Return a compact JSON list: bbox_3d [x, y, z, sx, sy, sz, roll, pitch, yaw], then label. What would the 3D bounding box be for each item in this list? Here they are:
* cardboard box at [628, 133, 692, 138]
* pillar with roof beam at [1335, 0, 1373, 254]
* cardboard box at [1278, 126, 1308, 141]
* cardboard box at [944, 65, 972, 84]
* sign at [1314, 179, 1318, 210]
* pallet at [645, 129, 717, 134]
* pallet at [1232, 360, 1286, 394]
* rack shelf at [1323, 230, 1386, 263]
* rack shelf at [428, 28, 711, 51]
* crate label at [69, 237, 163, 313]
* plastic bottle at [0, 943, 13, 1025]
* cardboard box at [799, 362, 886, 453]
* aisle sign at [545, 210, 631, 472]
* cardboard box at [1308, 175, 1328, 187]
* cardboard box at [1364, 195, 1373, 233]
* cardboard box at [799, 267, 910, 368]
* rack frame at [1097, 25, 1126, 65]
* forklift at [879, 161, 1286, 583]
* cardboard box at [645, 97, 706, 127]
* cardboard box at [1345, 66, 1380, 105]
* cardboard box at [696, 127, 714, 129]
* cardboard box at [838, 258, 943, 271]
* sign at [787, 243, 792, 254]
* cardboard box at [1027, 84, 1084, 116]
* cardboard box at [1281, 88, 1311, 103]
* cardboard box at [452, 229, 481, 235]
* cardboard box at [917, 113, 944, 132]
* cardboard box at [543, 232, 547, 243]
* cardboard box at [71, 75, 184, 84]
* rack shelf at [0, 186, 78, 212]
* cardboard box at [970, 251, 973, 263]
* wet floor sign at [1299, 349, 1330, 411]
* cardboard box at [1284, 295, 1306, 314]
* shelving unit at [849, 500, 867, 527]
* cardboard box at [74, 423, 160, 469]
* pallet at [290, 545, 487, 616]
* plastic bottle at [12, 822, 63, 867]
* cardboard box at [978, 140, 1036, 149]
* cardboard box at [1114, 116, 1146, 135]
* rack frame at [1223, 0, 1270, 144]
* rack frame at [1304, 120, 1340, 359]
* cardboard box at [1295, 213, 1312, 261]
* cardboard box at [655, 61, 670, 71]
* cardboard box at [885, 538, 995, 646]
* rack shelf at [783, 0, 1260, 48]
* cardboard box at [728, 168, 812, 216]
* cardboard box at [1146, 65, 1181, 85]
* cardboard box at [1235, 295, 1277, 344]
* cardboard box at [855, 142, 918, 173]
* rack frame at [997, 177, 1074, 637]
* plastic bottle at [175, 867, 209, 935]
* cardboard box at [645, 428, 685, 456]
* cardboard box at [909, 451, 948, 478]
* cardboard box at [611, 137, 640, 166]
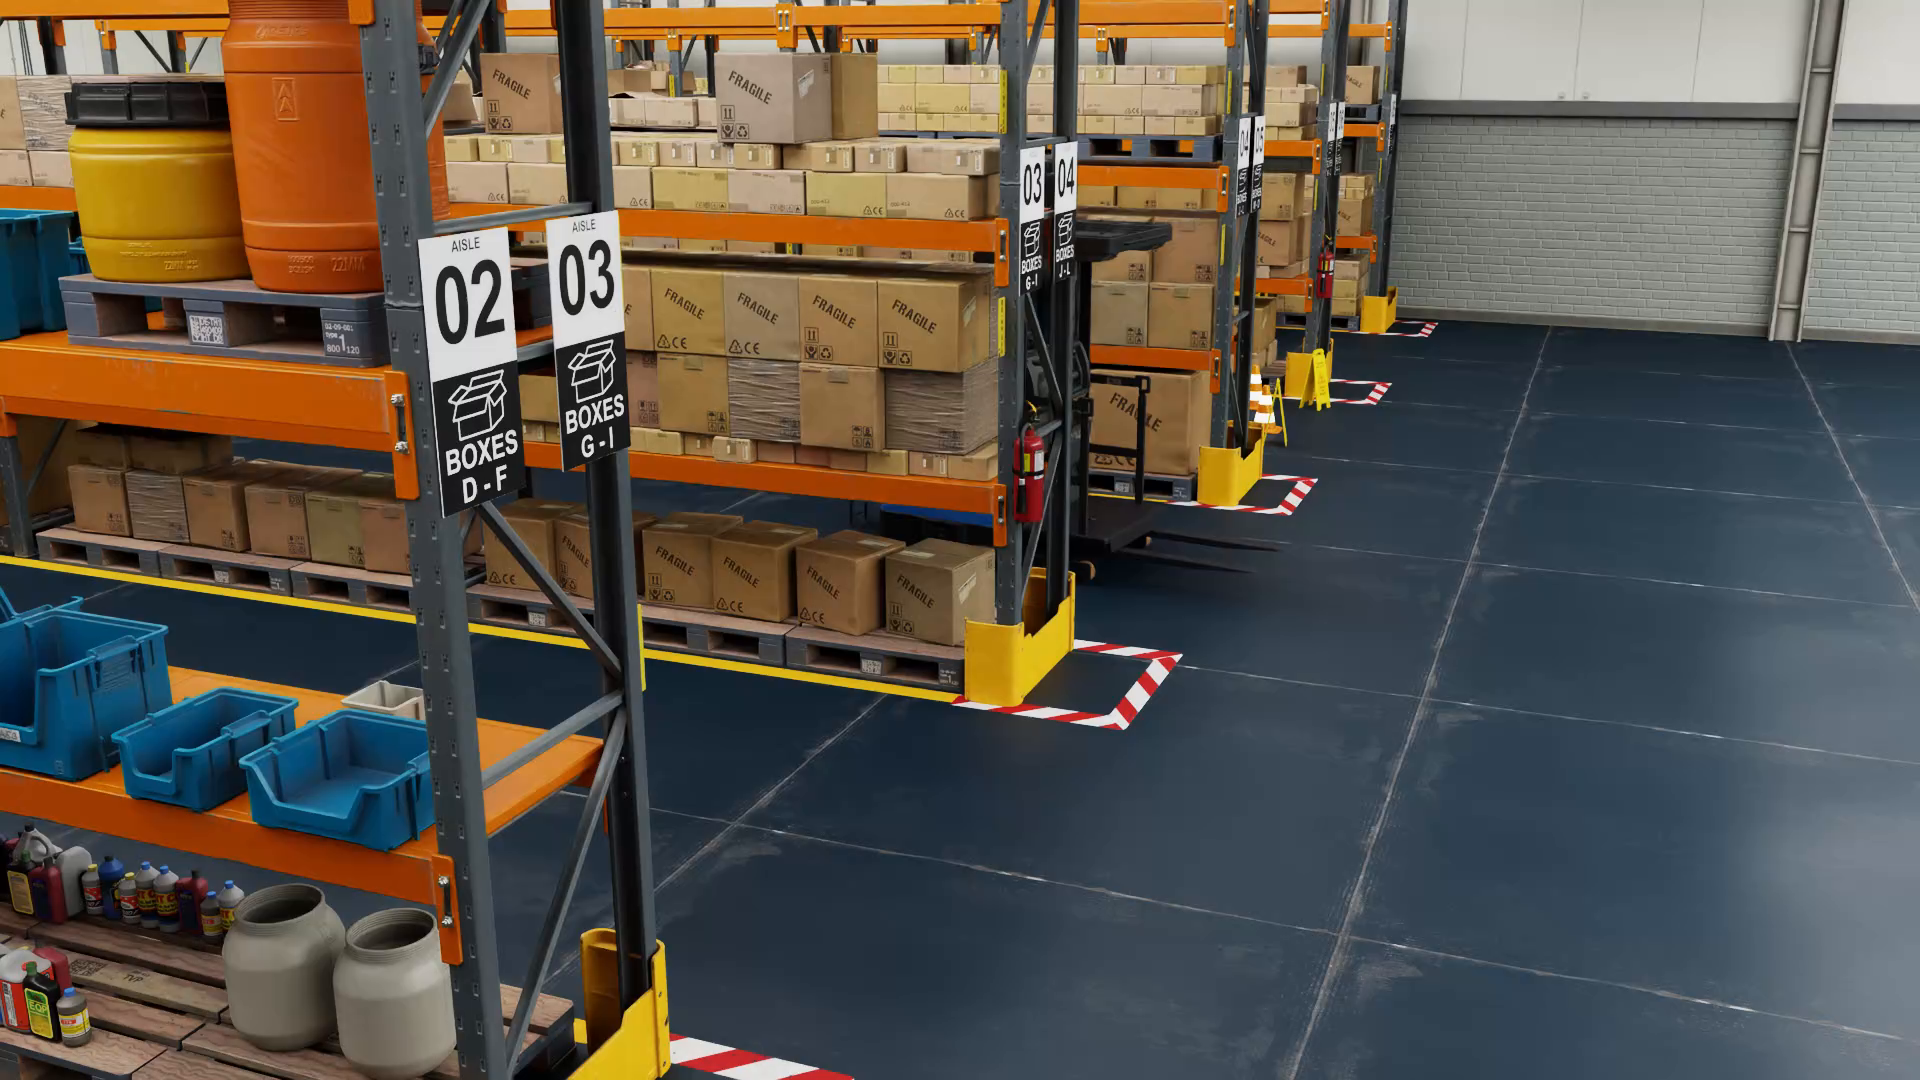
[{"bbox_3d":[-1.900,-2.502,10.587,0.250,0.149,0.380,7,18,23],"label":"cardboard box"},{"bbox_3d":[4.011,-6.540,19.562,0.400,9.000,9.100,6,17,21],"label":"pillar with roof beam"},{"bbox_3d":[3.655,-4.467,18.250,0.250,0.149,0.380,6,17,21],"label":"cardboard box"},{"bbox_3d":[0.045,-3.995,14.263,0.250,0.149,0.380,6,17,21],"label":"cardboard box"},{"bbox_3d":[3.867,-3.749,18.063,0.005,0.325,0.100,6,17,21],"label":"sign"},{"bbox_3d":[-2.225,-3.728,15.597,1.217,0.209,0.805,6,17,18],"label":"pallet"},{"bbox_3d":[3.276,-1.944,19.491,1.213,0.211,1.003,6,17,21],"label":"pallet"},{"bbox_3d":[4.047,-4.330,23.998,4.000,0.370,1.077,6,17,21],"label":"rack shelf"},{"bbox_3d":[-5.213,-6.549,21.601,4.000,0.370,1.077,6,17,21],"label":"rack shelf"},{"bbox_3d":[-2.984,-0.975,6.037,0.408,0.251,0.502,6,17,21],"label":"crate label"},{"bbox_3d":[-3.587,1.647,6.216,0.135,0.276,0.152,6,17,19],"label":"plastic bottle"},{"bbox_3d":[-0.557,-0.887,10.136,0.500,0.500,0.875,6,17,21],"label":"cardboard box"},{"bbox_3d":[-1.190,-0.645,5.353,0.004,0.787,0.394,6,17,21],"label":"aisle sign"},{"bbox_3d":[5.002,-4.992,23.113,0.250,0.149,0.380,7,17,22],"label":"cardboard box"},{"bbox_3d":[5.548,-4.641,23.602,0.500,0.500,0.500,7,18,22],"label":"cardboard box"},{"bbox_3d":[-0.616,-1.326,9.854,0.500,0.500,0.500,6,17,21],"label":"cardboard box"},{"bbox_3d":[2.186,-7.761,23.766,0.127,3.000,1.000,6,17,21],"label":"rack frame"},{"bbox_3d":[0.907,-1.261,12.261,3.031,2.935,1.130,9,19,29],"label":"forklift"},{"bbox_3d":[-2.583,-3.986,15.478,0.500,0.250,0.500,6,17,20],"label":"cardboard box"},{"bbox_3d":[5.406,-6.191,22.627,0.500,0.500,0.500,7,18,22],"label":"cardboard box"},{"bbox_3d":[-3.122,-5.245,20.931,0.250,0.149,0.380,6,17,21],"label":"cardboard box"},{"bbox_3d":[-0.421,-1.464,10.329,0.500,0.500,0.500,6,17,21],"label":"cardboard box"},{"bbox_3d":[-1.544,-2.674,15.071,0.005,0.325,0.100,6,17,21],"label":"sign"},{"bbox_3d":[0.878,-3.730,14.066,0.500,0.250,0.500,6,17,20],"label":"cardboard box"},{"bbox_3d":[3.666,-4.844,18.119,0.250,0.149,0.380,6,17,21],"label":"cardboard box"},{"bbox_3d":[-3.955,-1.629,11.577,1.000,1.000,1.000,6,17,21],"label":"cardboard box"},{"bbox_3d":[-0.193,-3.639,14.465,0.250,0.149,0.380,6,17,20],"label":"cardboard box"},{"bbox_3d":[-3.712,-3.084,16.443,0.500,0.500,0.700,6,17,20],"label":"cardboard box"},{"bbox_3d":[-5.705,-2.943,11.473,0.500,0.500,0.500,6,17,19],"label":"cardboard box"},{"bbox_3d":[-5.128,-2.322,11.701,4.000,0.370,1.077,6,17,21],"label":"rack shelf"},{"bbox_3d":[0.479,-2.673,14.794,0.500,0.550,0.875,6,17,21],"label":"cardboard box"},{"bbox_3d":[3.874,-1.755,18.063,0.232,0.644,0.267,14,21,40],"label":"wet floor sign"},{"bbox_3d":[4.895,-3.371,23.585,0.500,0.250,0.500,6,17,21],"label":"cardboard box"},{"bbox_3d":[-0.622,-0.681,13.367,0.503,1.200,0.258,9,19,29],"label":"shelving unit"},{"bbox_3d":[-6.354,-0.741,12.697,0.500,0.250,0.500,7,18,23],"label":"cardboard box"},{"bbox_3d":[-3.993,0.238,11.976,1.213,0.211,1.003,6,17,21],"label":"pallet"},{"bbox_3d":[-3.901,1.367,7.046,0.185,0.351,0.144,6,17,20],"label":"plastic bottle"},{"bbox_3d":[0.282,-2.261,9.755,0.250,0.149,0.380,6,17,20],"label":"cardboard box"},{"bbox_3d":[1.460,-3.457,13.838,0.250,0.149,0.380,7,17,21],"label":"cardboard box"},{"bbox_3d":[2.367,-4.770,13.463,0.127,3.000,1.000,6,17,21],"label":"rack frame"},{"bbox_3d":[4.089,-3.183,18.758,0.127,3.000,1.000,6,17,21],"label":"rack frame"},{"bbox_3d":[3.751,-3.494,19.117,0.500,0.500,0.500,6,17,20],"label":"cardboard box"},{"bbox_3d":[-4.688,-7.578,26.757,0.258,0.266,0.396,6,17,21],"label":"cardboard box"},{"bbox_3d":[-0.121,0.318,10.429,0.500,0.500,0.500,10,19,31],"label":"cardboard box"},{"bbox_3d":[0.507,-4.437,14.324,4.000,0.370,1.077,6,17,21],"label":"rack shelf"},{"bbox_3d":[-1.028,-2.070,9.811,0.500,0.250,0.500,7,17,22],"label":"cardboard box"},{"bbox_3d":[1.698,-3.814,13.638,0.250,0.149,0.380,6,17,21],"label":"cardboard box"},{"bbox_3d":[3.418,-2.581,19.517,0.500,0.500,0.500,6,17,19],"label":"cardboard box"},{"bbox_3d":[-0.413,-2.177,9.466,0.250,0.149,0.380,5,17,18],"label":"cardboard box"},{"bbox_3d":[0.453,-0.613,9.904,0.127,3.000,1.000,6,17,21],"label":"rack frame"},{"bbox_3d":[-3.140,1.471,6.810,0.133,0.283,0.061,7,17,22],"label":"plastic bottle"},{"bbox_3d":[-1.778,-0.651,10.488,0.250,0.149,0.380,6,17,21],"label":"cardboard box"},{"bbox_3d":[-0.120,-0.494,9.944,0.250,0.149,0.380,6,17,21],"label":"cardboard box"},{"bbox_3d":[-2.101,-2.362,10.104,0.250,0.149,0.380,6,17,20],"label":"cardboard box"}]
